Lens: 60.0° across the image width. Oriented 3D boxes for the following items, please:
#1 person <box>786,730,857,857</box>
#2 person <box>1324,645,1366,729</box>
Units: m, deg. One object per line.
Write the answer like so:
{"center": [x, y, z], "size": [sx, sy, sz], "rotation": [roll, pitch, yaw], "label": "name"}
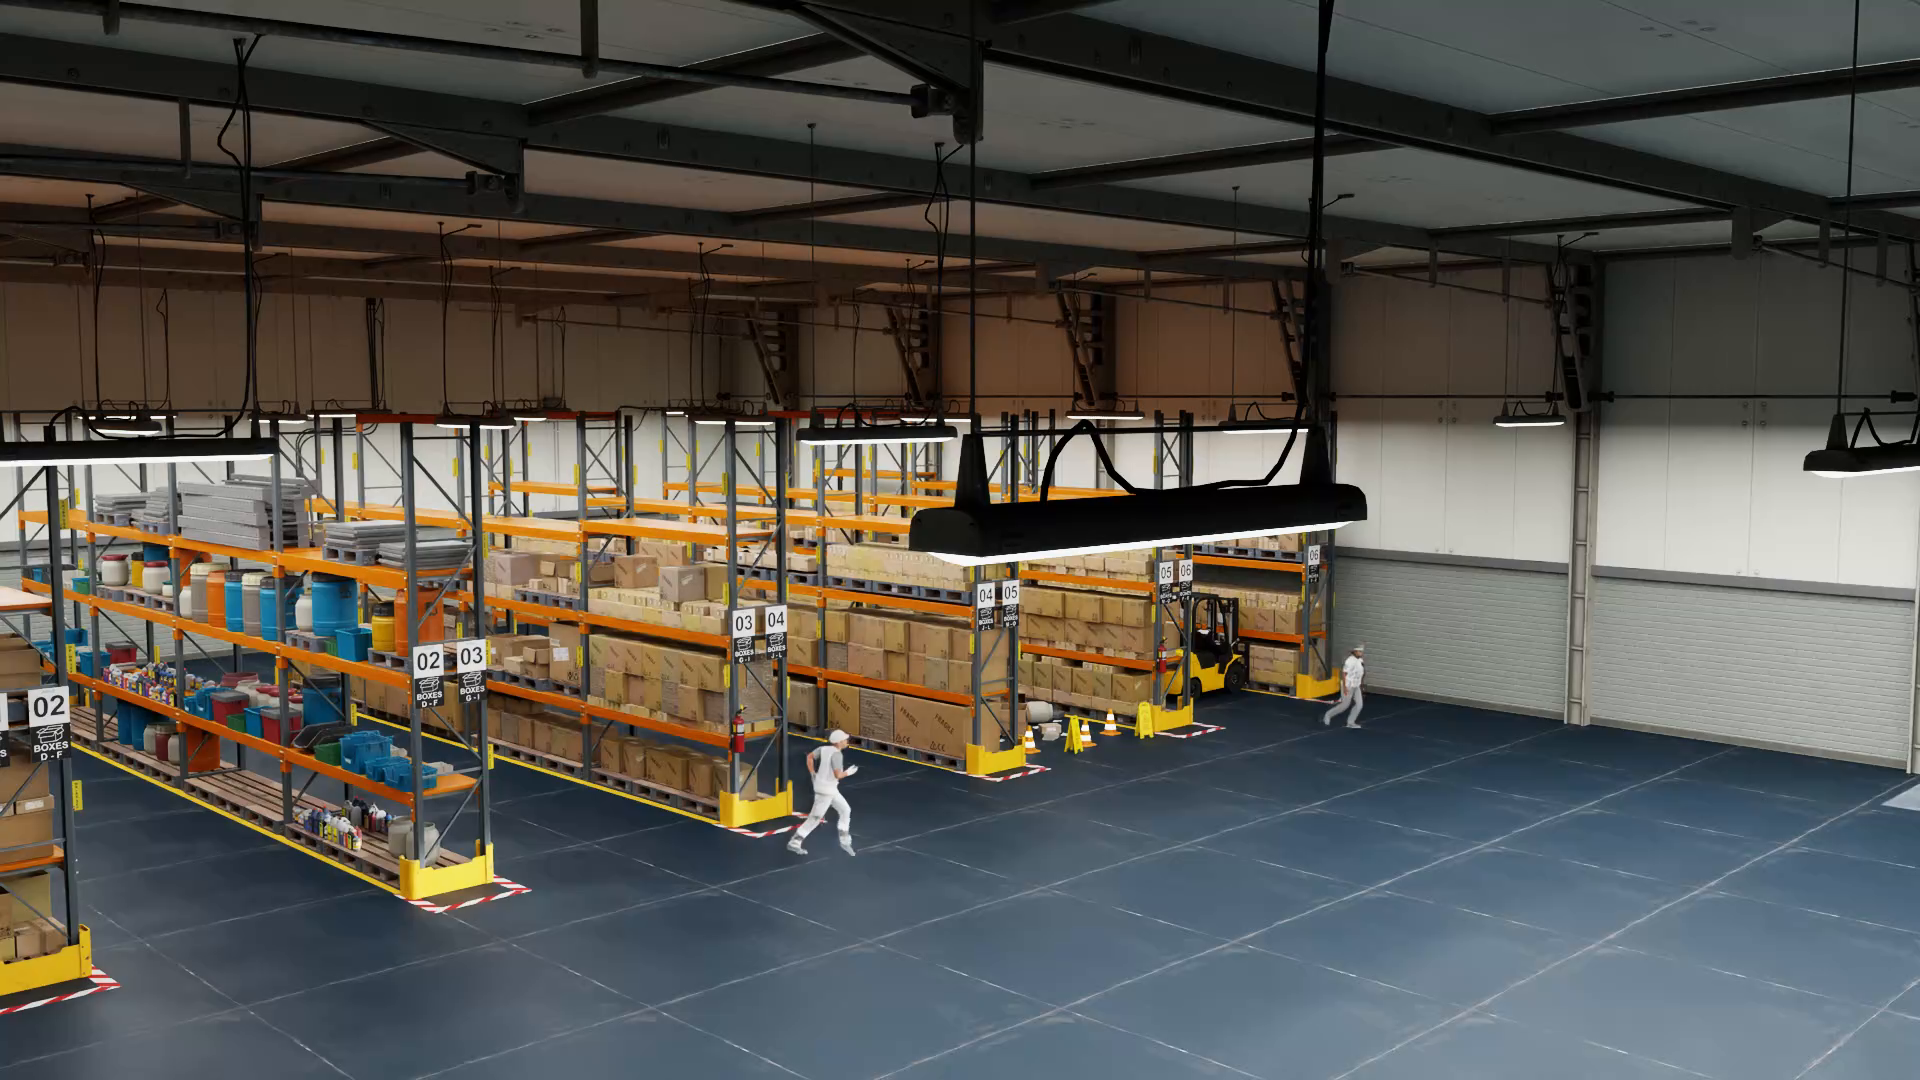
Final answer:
{"center": [-1.886, 3.491, 22.676], "size": [0.984, 1.791, 0.636], "rotation": [-1, 5, -11], "label": "person"}
{"center": [7.339, 2.773, 31.663], "size": [0.689, 1.615, 0.650], "rotation": [-5, 7, -43], "label": "person"}
